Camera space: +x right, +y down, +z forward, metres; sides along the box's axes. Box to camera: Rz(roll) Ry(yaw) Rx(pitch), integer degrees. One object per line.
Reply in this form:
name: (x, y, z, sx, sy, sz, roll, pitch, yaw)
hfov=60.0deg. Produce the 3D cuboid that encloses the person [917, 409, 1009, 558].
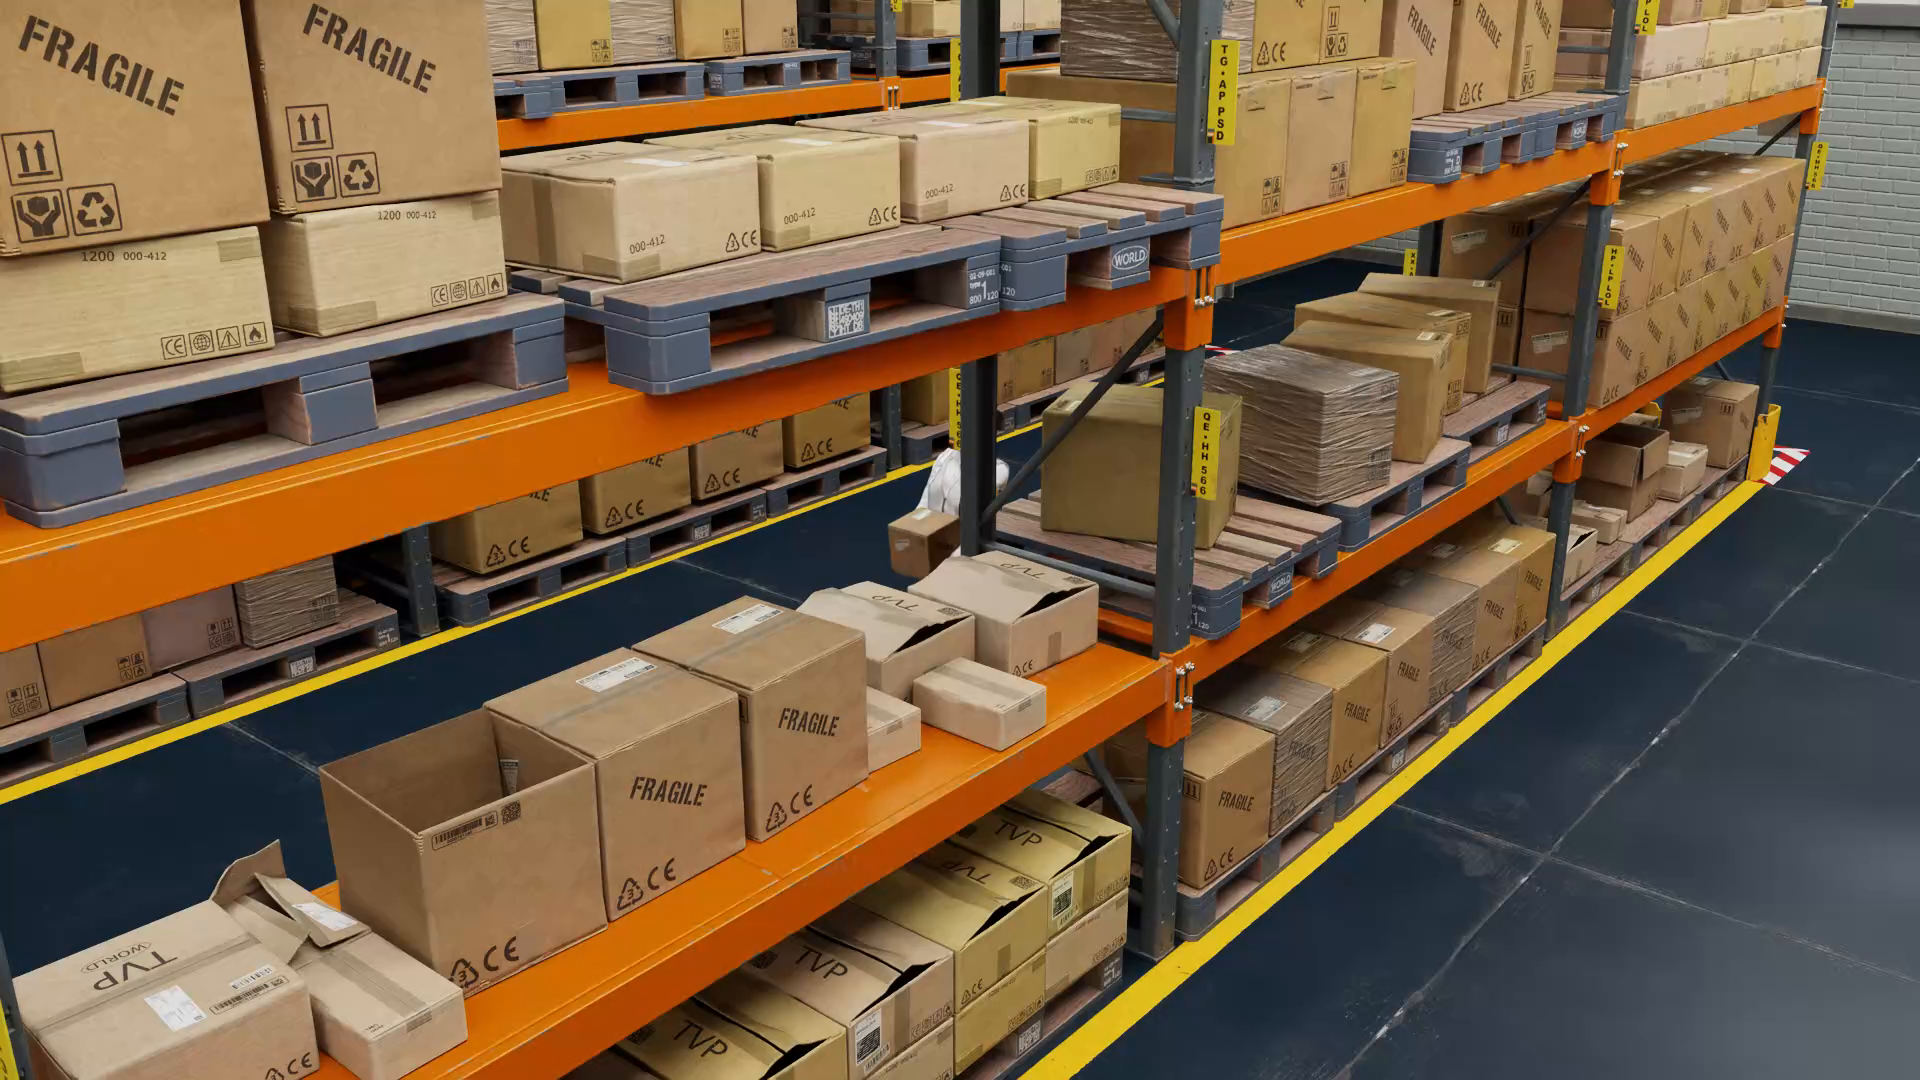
person: (-0.045, 0.120, 8.215, 0.425, 1.686, 0.564, 16, 26, 37)
